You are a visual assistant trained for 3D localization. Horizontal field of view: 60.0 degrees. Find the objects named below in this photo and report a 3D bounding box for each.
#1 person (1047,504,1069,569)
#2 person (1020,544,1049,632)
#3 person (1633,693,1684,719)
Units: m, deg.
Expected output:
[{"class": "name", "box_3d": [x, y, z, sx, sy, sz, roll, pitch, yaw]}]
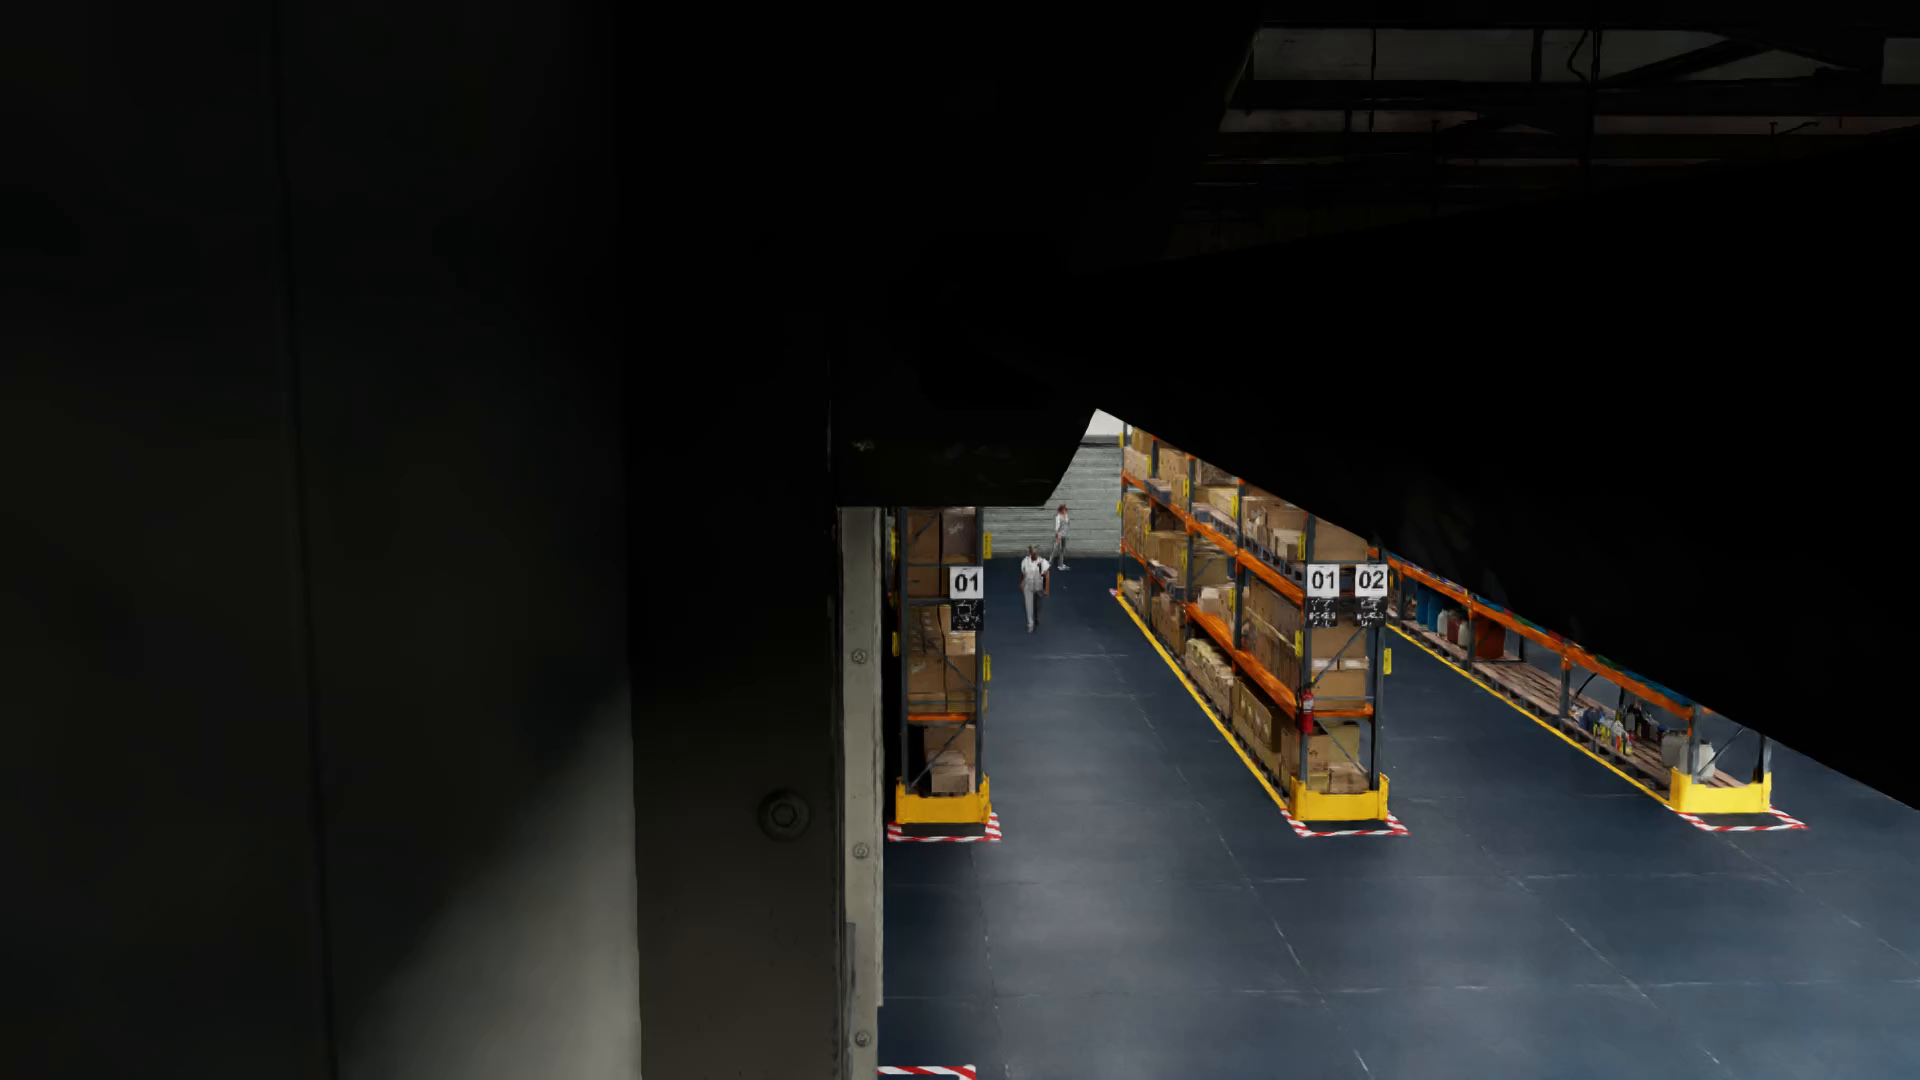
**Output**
[{"class": "person", "box_3d": [2.345, -0.080, 40.080, 0.435, 1.591, 0.594, 7, 11, 41]}, {"class": "person", "box_3d": [1.465, 0.907, 32.577, 0.556, 1.712, 1.040, 0, 8, -3]}, {"class": "person", "box_3d": [10.768, 1.902, 25.532, 0.705, 1.697, 0.801, -4, 9, -24]}]
